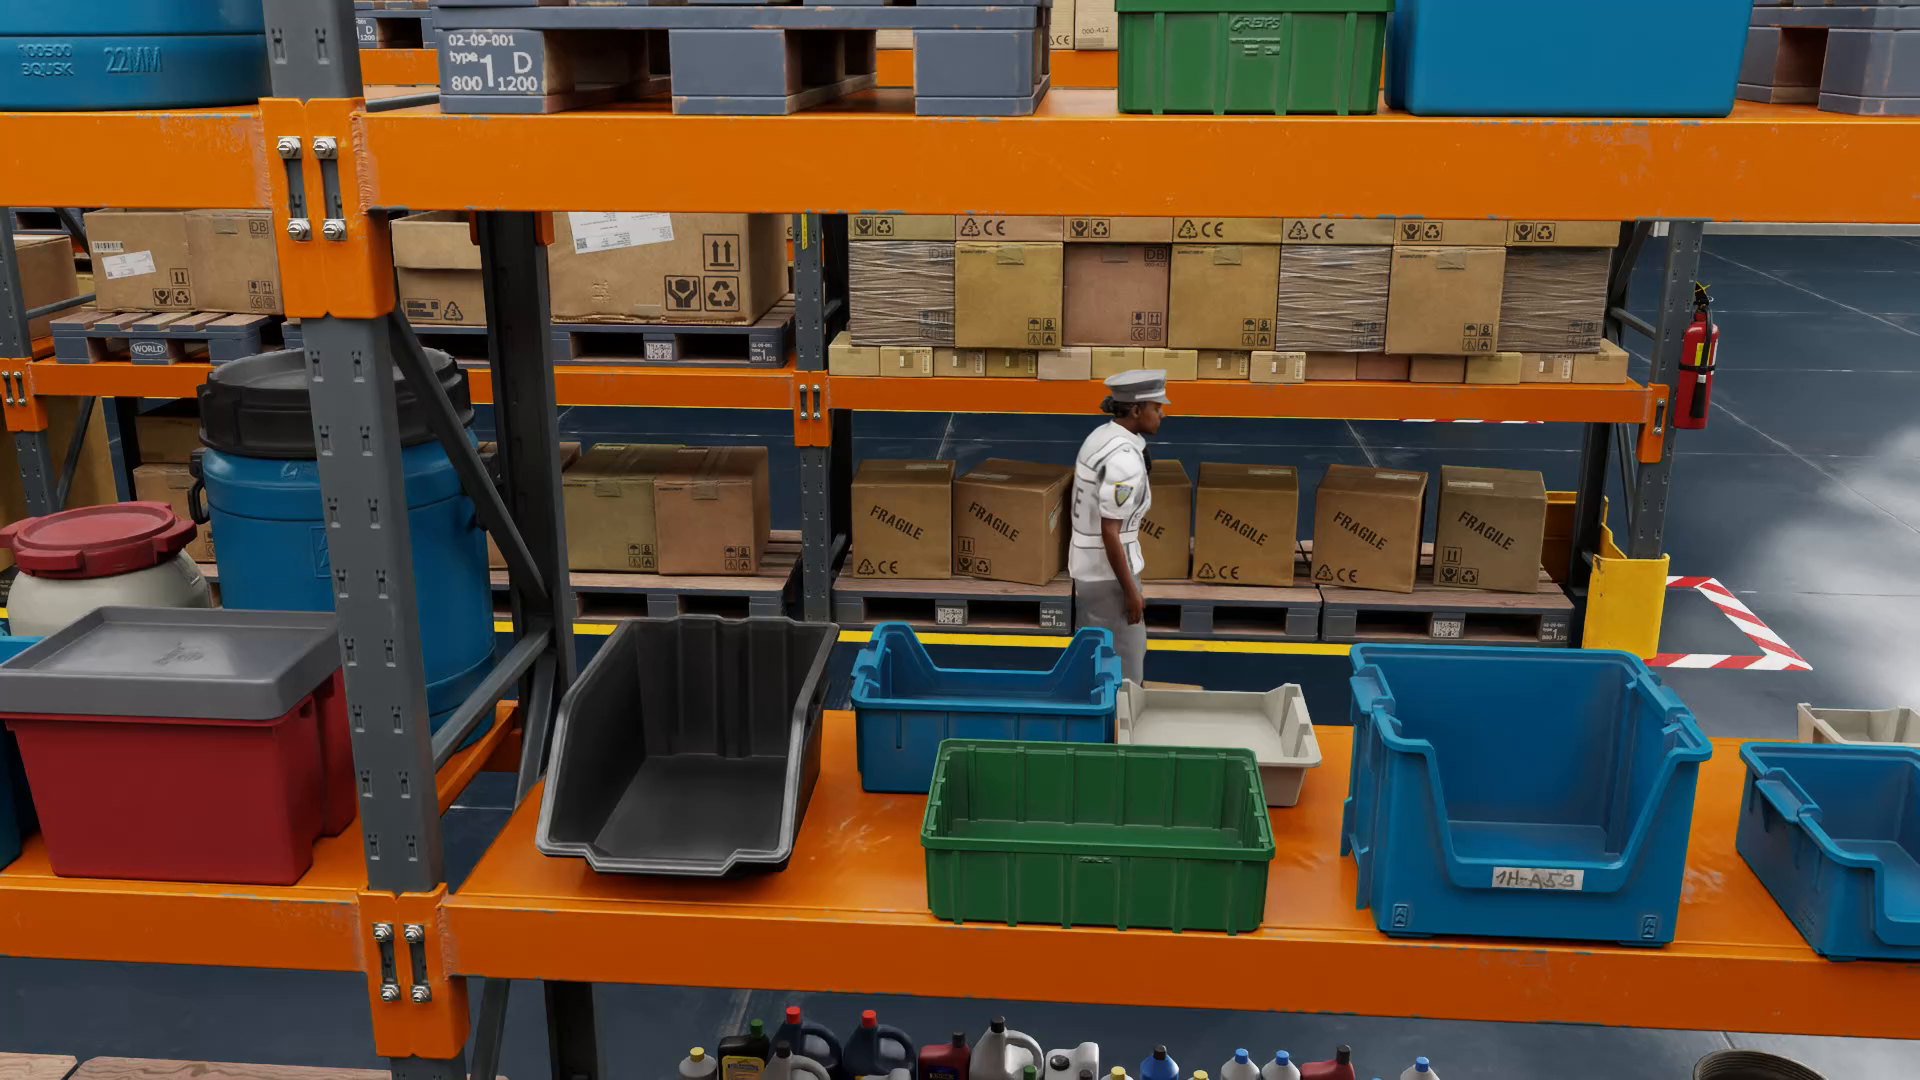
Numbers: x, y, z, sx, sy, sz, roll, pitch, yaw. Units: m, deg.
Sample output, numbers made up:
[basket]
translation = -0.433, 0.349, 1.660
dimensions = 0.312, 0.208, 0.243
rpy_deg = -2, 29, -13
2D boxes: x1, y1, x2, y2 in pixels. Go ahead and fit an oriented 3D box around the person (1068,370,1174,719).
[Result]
[person]
translation = 0.640, 0.149, 6.586
dimensions = 0.426, 1.656, 0.512
rpy_deg = 1, 18, 2
